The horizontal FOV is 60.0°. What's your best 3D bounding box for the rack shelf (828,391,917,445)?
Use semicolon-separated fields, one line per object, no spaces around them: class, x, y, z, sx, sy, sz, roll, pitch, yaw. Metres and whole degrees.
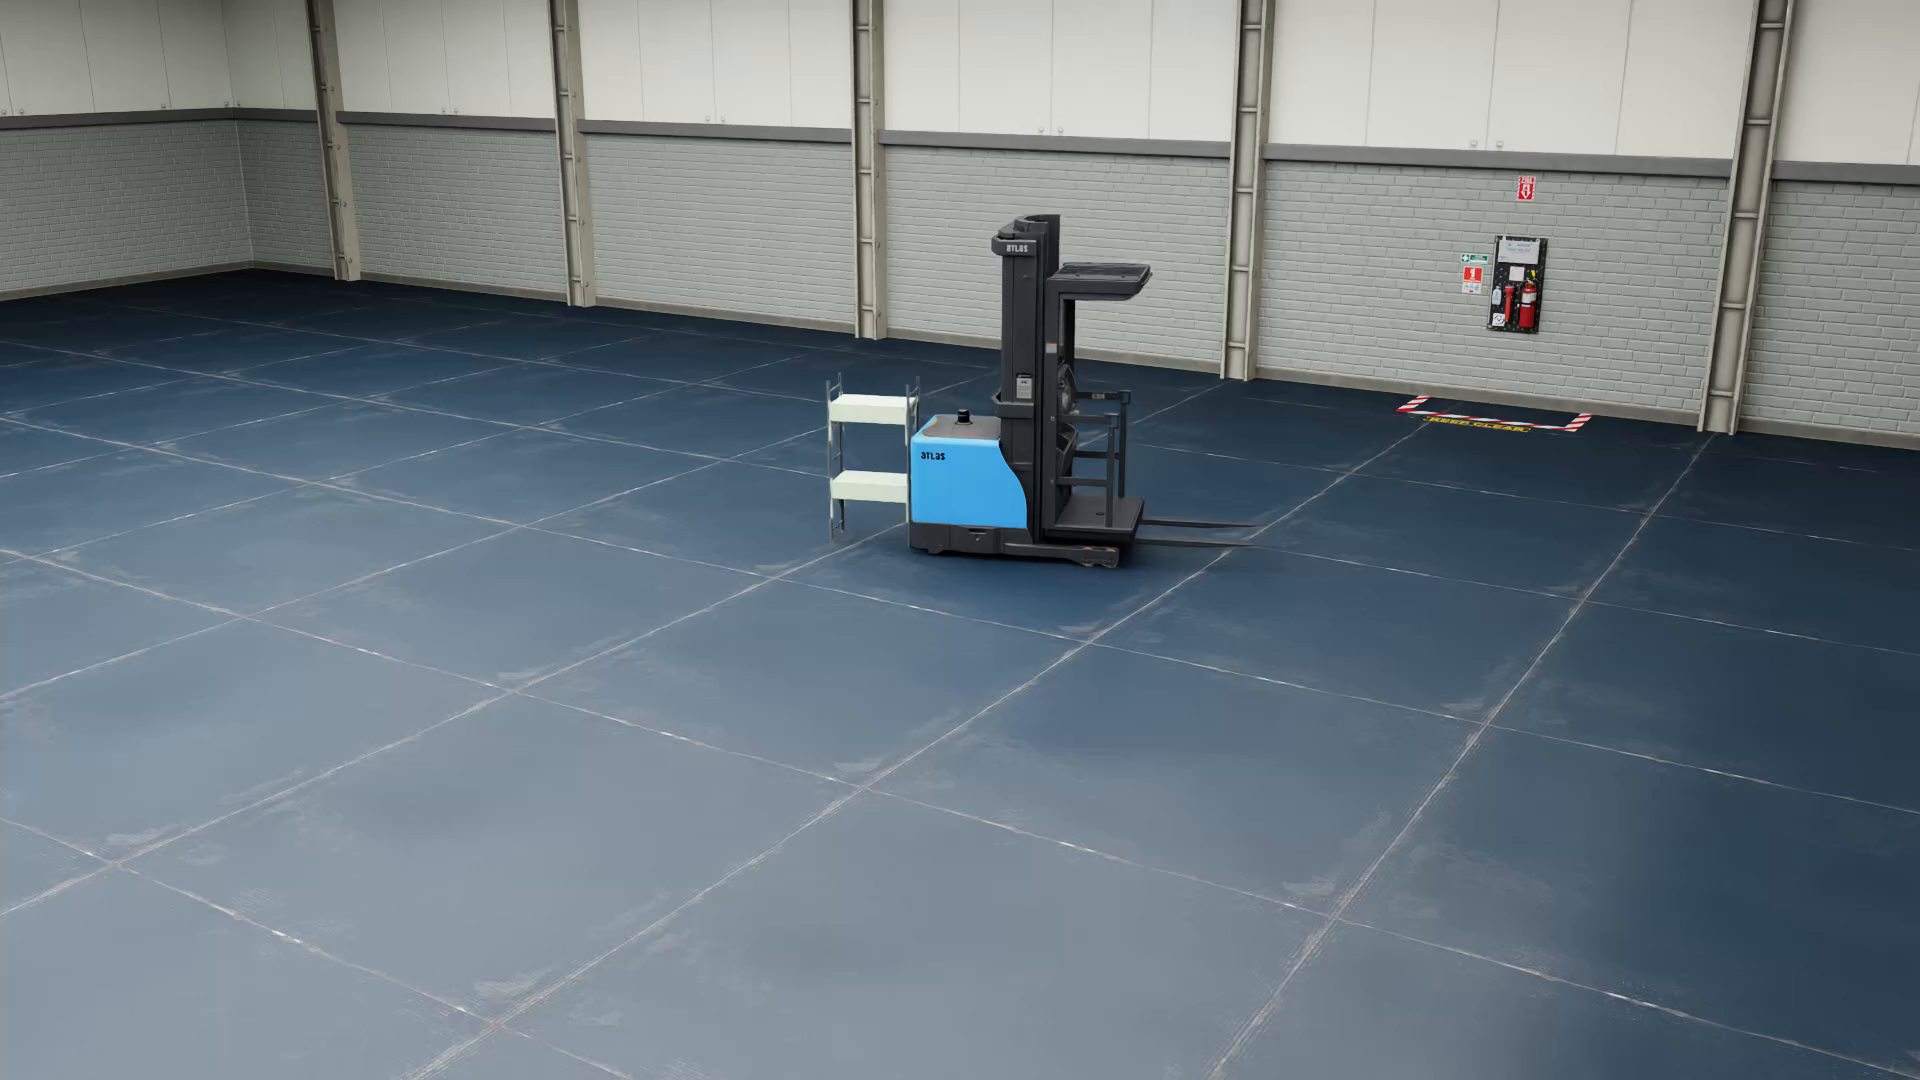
rack shelf;-0.774;-1.096;14.934;0.720;0.370;0.431;4;17;12

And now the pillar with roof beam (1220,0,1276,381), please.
pillar with roof beam;1.504;-5.435;17.661;0.400;9.000;9.100;10;20;30

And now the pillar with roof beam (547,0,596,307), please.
pillar with roof beam;-8.722;-7.261;23.670;0.400;9.000;9.100;10;20;30

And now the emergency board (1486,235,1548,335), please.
emergency board;6.784;-3.104;20.307;0.643;1.169;0.194;10;20;30

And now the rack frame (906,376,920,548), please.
rack frame;-0.417;-0.699;14.970;0.023;1.500;0.400;4;17;12

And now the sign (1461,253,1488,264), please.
sign;6.366;-3.481;20.576;0.331;0.109;0.001;10;20;30

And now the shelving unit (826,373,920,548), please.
shelving unit;-0.774;-0.722;15.047;0.755;1.500;0.431;4;17;12

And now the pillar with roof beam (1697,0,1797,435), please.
pillar with roof beam;6.616;-4.523;14.656;0.400;9.000;9.100;10;20;30

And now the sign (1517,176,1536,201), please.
sign;6.829;-4.239;20.055;0.199;0.298;0.001;10;20;30

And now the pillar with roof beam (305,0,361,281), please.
pillar with roof beam;-13.835;-8.173;26.674;0.400;9.000;9.100;10;20;30

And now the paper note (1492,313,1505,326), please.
paper note;6.669;-2.726;20.580;0.142;0.148;0.016;10;20;30

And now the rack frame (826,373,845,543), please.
rack frame;-1.131;-0.746;15.124;0.023;1.500;0.400;4;17;12

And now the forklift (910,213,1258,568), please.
forklift;1.127;-1.328;14.579;3.031;2.935;1.130;3;17;11

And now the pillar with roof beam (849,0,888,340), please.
pillar with roof beam;-3.609;-6.348;20.665;0.400;9.000;9.100;10;20;30

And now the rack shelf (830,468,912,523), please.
rack shelf;-0.774;-0.410;15.142;0.720;0.370;0.431;4;17;12

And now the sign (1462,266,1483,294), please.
sign;6.366;-3.230;20.662;0.234;0.329;0.001;10;20;30
